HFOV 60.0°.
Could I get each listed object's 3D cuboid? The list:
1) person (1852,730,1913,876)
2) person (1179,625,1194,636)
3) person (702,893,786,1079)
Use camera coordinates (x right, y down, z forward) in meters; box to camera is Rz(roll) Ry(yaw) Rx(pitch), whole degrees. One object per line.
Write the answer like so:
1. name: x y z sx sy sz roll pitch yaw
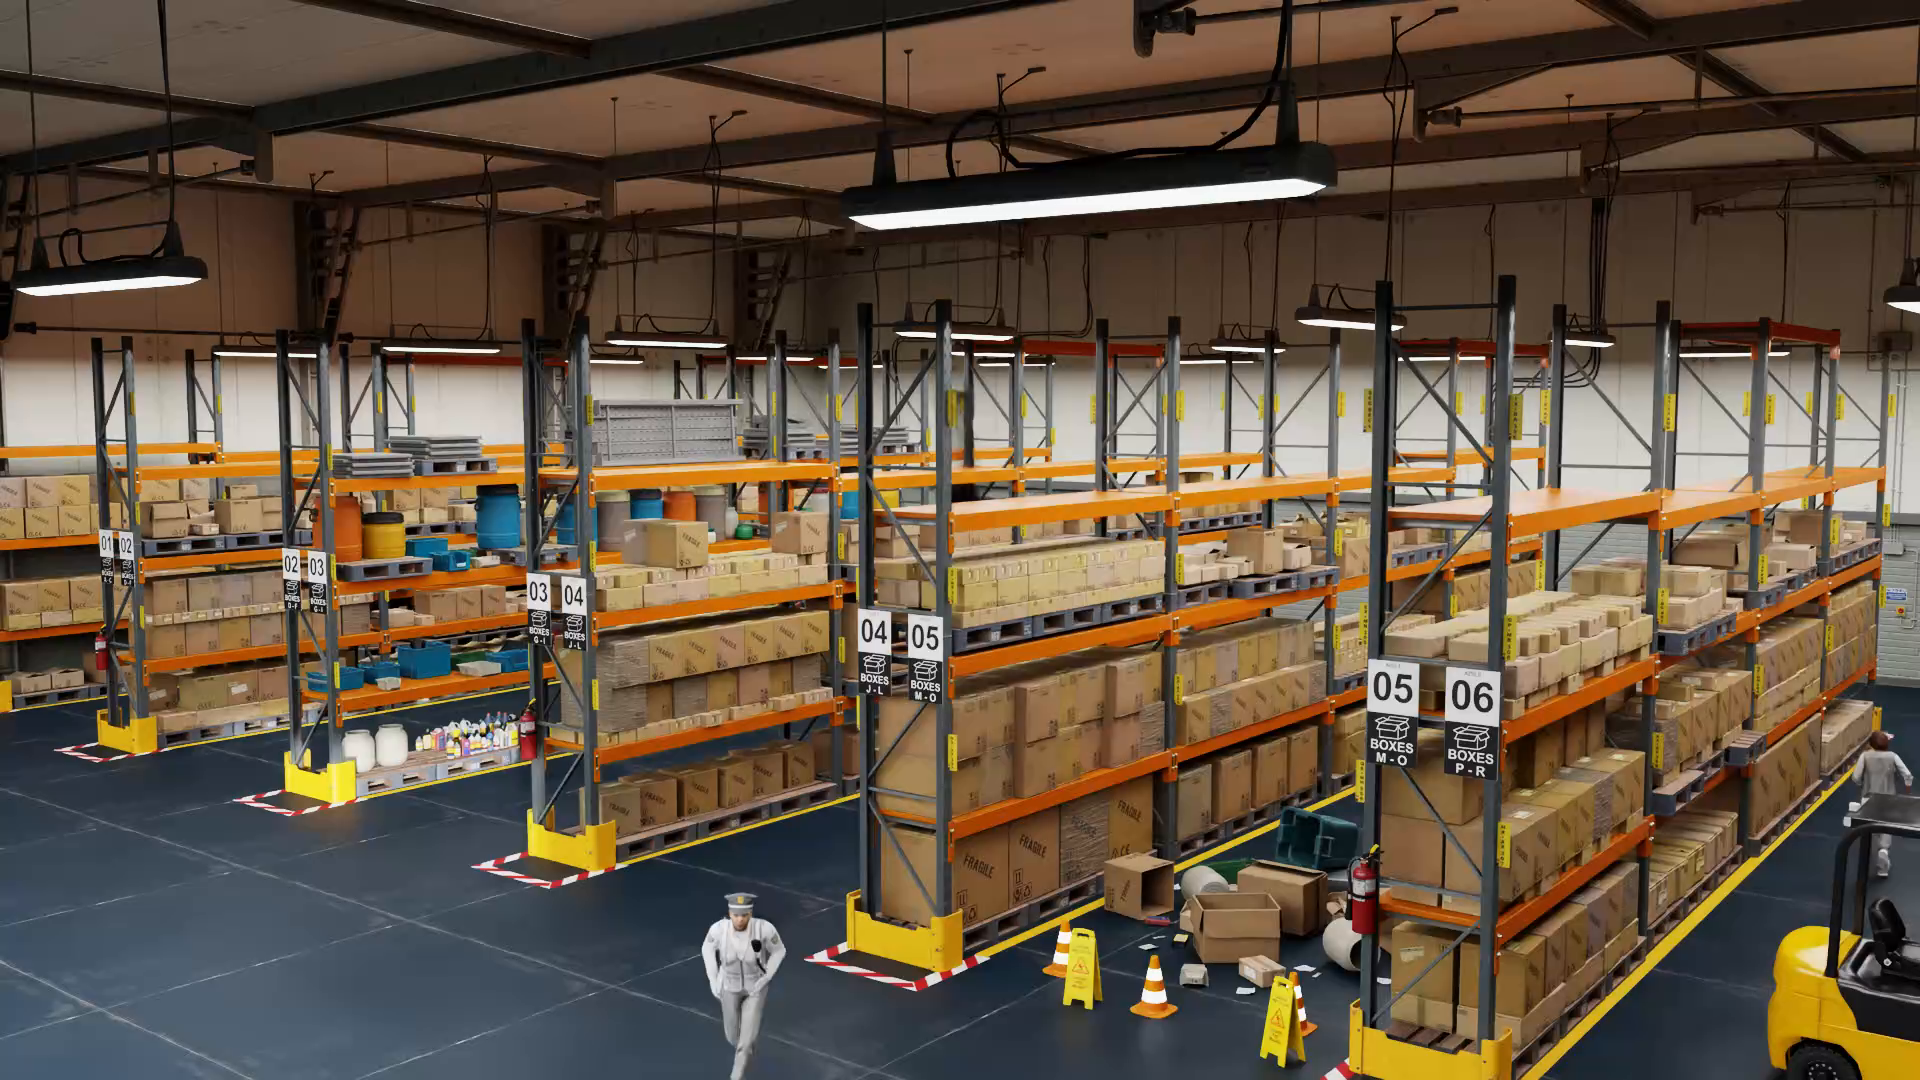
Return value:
1. person: 9.951 2.829 17.973 0.573 1.567 0.476 3 6 27
2. person: 3.185 2.021 23.367 0.600 1.761 0.856 3 6 29
3. person: -1.596 3.320 12.309 0.614 1.623 0.782 -1 5 -7
